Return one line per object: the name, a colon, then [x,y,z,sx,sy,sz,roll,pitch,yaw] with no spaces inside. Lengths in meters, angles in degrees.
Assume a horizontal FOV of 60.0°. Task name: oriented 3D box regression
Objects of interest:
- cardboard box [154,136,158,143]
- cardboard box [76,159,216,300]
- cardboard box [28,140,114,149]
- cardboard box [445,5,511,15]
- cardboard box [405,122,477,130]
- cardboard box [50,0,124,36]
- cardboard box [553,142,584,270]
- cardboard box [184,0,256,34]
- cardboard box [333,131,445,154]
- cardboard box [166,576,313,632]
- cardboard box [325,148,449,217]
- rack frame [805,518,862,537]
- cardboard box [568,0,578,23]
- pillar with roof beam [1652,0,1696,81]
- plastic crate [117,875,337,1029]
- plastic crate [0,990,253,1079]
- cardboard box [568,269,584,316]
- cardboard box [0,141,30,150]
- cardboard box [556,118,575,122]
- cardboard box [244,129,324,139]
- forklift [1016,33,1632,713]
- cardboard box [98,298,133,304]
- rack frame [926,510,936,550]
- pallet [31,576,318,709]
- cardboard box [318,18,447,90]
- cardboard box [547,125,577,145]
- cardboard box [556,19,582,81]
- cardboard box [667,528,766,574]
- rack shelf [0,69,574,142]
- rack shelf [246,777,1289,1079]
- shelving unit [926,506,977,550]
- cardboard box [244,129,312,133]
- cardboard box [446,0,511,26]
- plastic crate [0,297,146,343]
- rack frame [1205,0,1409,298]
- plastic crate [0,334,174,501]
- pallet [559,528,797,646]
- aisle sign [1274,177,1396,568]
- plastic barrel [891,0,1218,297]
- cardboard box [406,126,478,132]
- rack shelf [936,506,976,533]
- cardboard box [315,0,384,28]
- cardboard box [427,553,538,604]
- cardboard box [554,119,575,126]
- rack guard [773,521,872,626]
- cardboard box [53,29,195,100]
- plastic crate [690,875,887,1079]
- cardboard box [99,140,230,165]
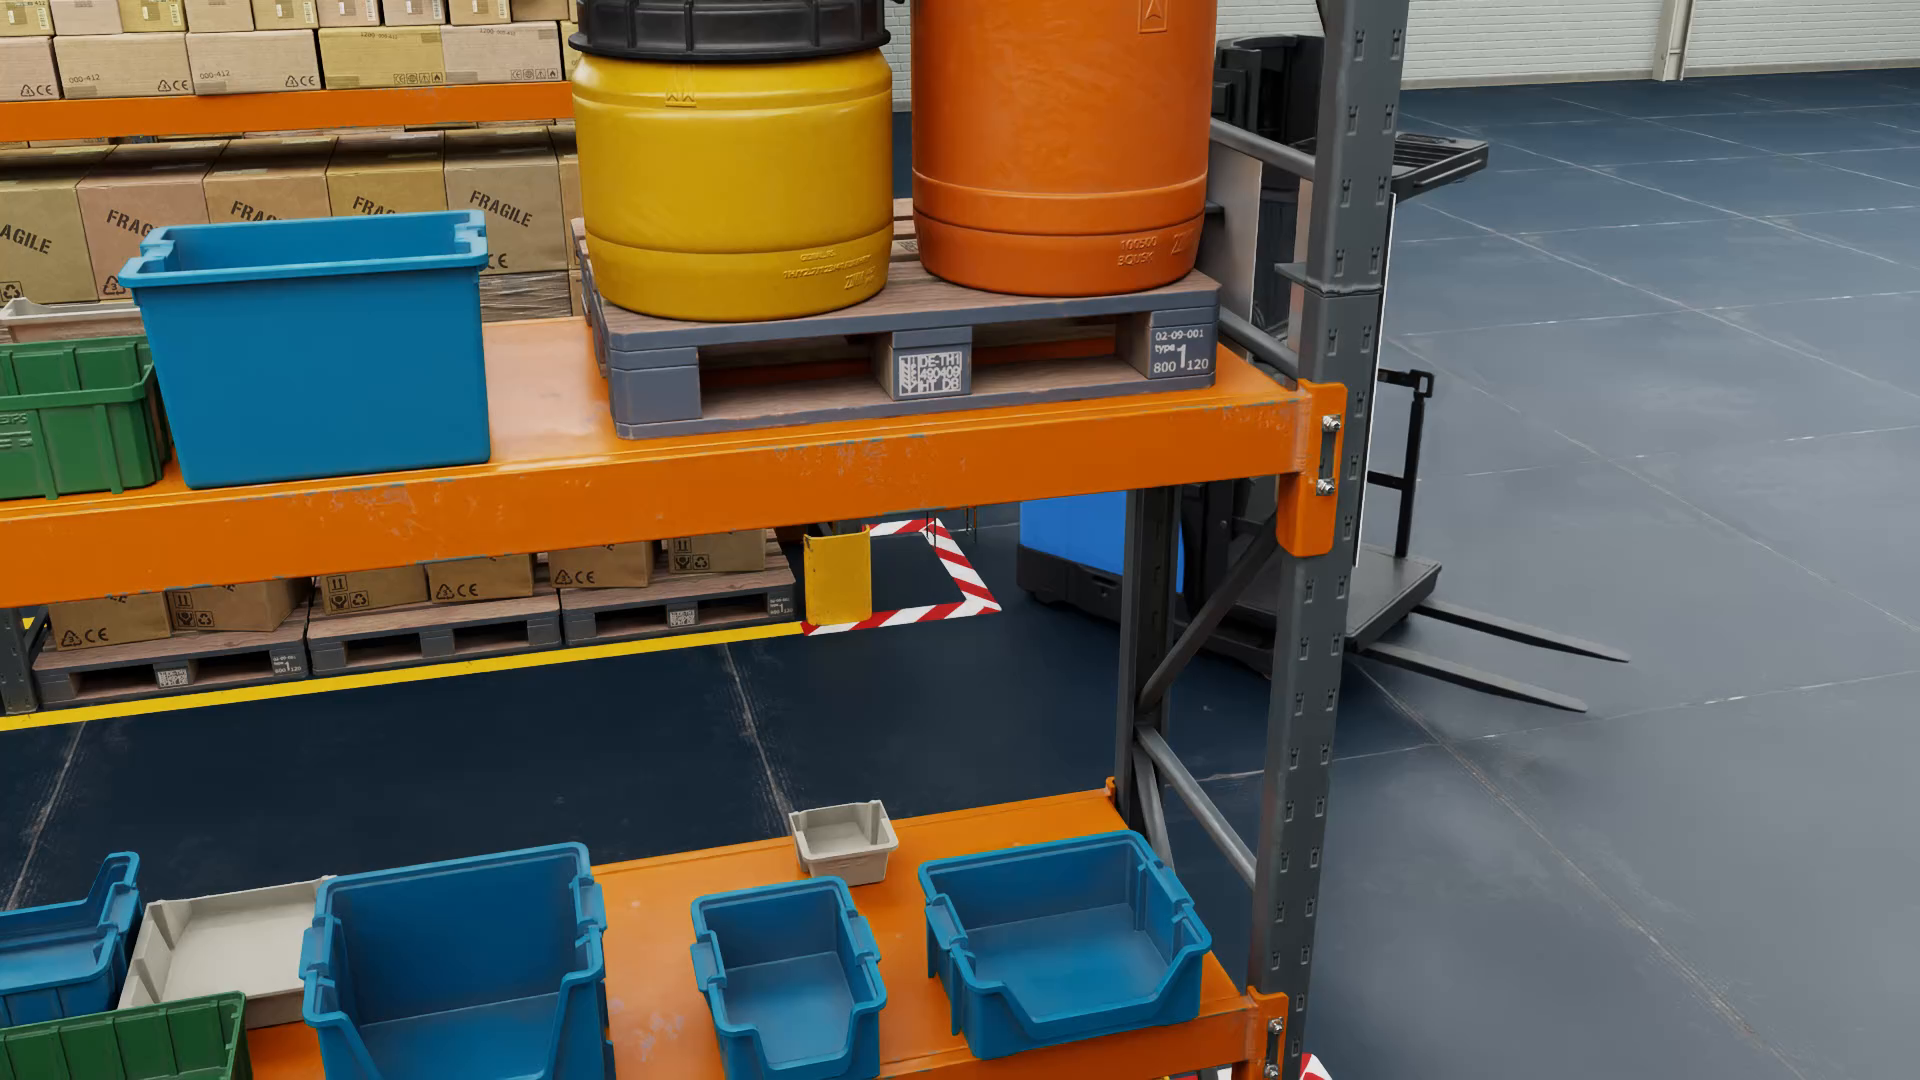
cardboard box: [-9.824,-5.352,20.898,0.625,0.625,0.875,-7,24,-15]
cardboard box: [-3.571,-1.391,7.415,0.500,0.500,0.500,-6,24,-14]
cardboard box: [-6.227,-2.526,11.706,0.500,0.500,0.500,-6,24,-15]
cardboard box: [-2.209,-2.417,7.965,0.500,0.250,0.500,-6,24,-15]
cardboard box: [-3.869,-3.396,12.301,0.500,0.550,0.875,-6,24,-14]
cardboard box: [-3.652,-2.229,7.021,0.250,0.149,0.380,-6,24,-14]
cardboard box: [-1.645,-1.604,7.911,0.500,0.500,0.500,-6,24,-14]
cardboard box: [-3.149,-2.266,7.108,0.250,0.149,0.380,-7,24,-15]
cardboard box: [-2.750,-1.696,8.127,0.500,0.500,0.500,-6,24,-14]
cardboard box: [-3.609,0.121,8.301,0.500,0.500,0.500,1,23,3]
cardboard box: [-2.611,-1.501,7.672,0.500,0.500,0.500,-6,24,-14]
rack frame: [-0.703,-1.169,8.671,0.127,3.000,1.000,-6,24,-14]
cardboard box: [-1.637,-2.424,7.476,0.250,0.149,0.380,-6,24,-14]
pillar with roof beam: [12.856,-10.124,21.931,0.400,9.000,9.100,-6,24,-14]
plastic crate: [-1.721,0.989,3.975,0.437,0.136,0.530,-6,24,-14]
plastic crate: [-1.833,1.197,3.425,0.662,0.188,0.450,-6,24,-14]
cardboard box: [-1.689,-1.205,8.250,0.500,0.500,0.875,-6,24,-14]
cardboard box: [-6.768,-3.032,11.617,0.500,0.500,0.700,-7,24,-15]
cardboard box: [-2.818,-3.510,12.566,0.550,0.550,0.875,-6,24,-14]
cardboard box: [-4.921,-2.817,12.321,0.550,0.550,0.875,-6,24,-14]
forklift: [1.784,-0.844,8.000,3.031,2.935,1.130,17,28,34]
cardboard box: [-3.613,-0.990,7.750,0.500,0.500,0.875,-6,24,-14]
rack frame: [-0.169,-0.464,9.499,0.008,1.050,0.200,-6,24,-14]
pallet: [-3.917,0.453,8.426,1.213,0.211,1.003,-6,24,-14]
cardboard box: [-2.557,-2.170,7.389,0.500,0.250,0.500,-7,24,-15]
cardboard box: [-1.789,-1.806,8.382,0.500,0.500,0.500,-6,24,-14]
cardboard box: [-1.578,-2.277,7.638,0.500,0.250,0.500,-6,24,-14]
cardboard box: [-1.309,-0.153,8.941,0.500,0.500,0.500,-2,23,-5]
rack shelf: [-2.628,-2.004,7.725,4.000,0.370,1.077,-6,24,-14]
rack shelf: [-1.291,1.255,3.934,4.000,0.370,1.077,-6,24,-14]
shelving unit: [-0.051,-0.477,9.530,0.252,1.050,0.215,-6,24,-14]
cardboard box: [-4.934,-3.331,12.150,0.550,0.550,0.875,-6,24,-14]
cardboard box: [-2.141,-2.378,7.369,0.250,0.149,0.380,-8,24,-17]
plastic crate: [-1.780,-0.445,3.512,0.396,0.136,0.243,-6,24,-14]
rack frame: [0.635,-2.046,3.106,0.127,3.000,1.000,-6,24,-14]
plastic crate: [-1.624,-0.209,2.897,0.450,0.188,0.336,-6,24,-14]
pallet: [-1.568,0.193,9.032,1.213,0.211,1.003,-6,24,-14]
aisle sign: [0.785,-0.378,3.531,0.004,0.787,0.394,-6,24,-14]
plastic barrel: [0.201,-0.958,3.297,0.708,0.830,0.600,-6,24,-14]
cardboard box: [-3.886,-2.924,12.571,0.500,0.550,0.875,-6,24,-14]
rack shelf: [-0.051,-0.212,9.643,0.240,0.259,0.215,-6,24,-14]
cardboard box: [-2.674,-2.347,7.297,0.250,0.149,0.380,-6,24,-13]
cardboard box: [-2.483,-0.017,8.624,0.500,0.500,0.500,-4,24,-9]
cardboard box: [-2.814,-3.008,12.767,0.550,0.550,0.875,-6,24,-14]
rack guard: [-0.776,-0.012,9.145,0.348,0.500,1.175,-6,24,-14]
cardboard box: [-3.544,-2.062,7.137,0.500,0.250,0.500,-7,24,-15]
plastic crate: [-0.393,1.013,3.773,0.408,0.251,0.499,-6,24,-14]
cardboard box: [-3.714,-1.592,7.883,0.500,0.500,0.500,-6,24,-14]
